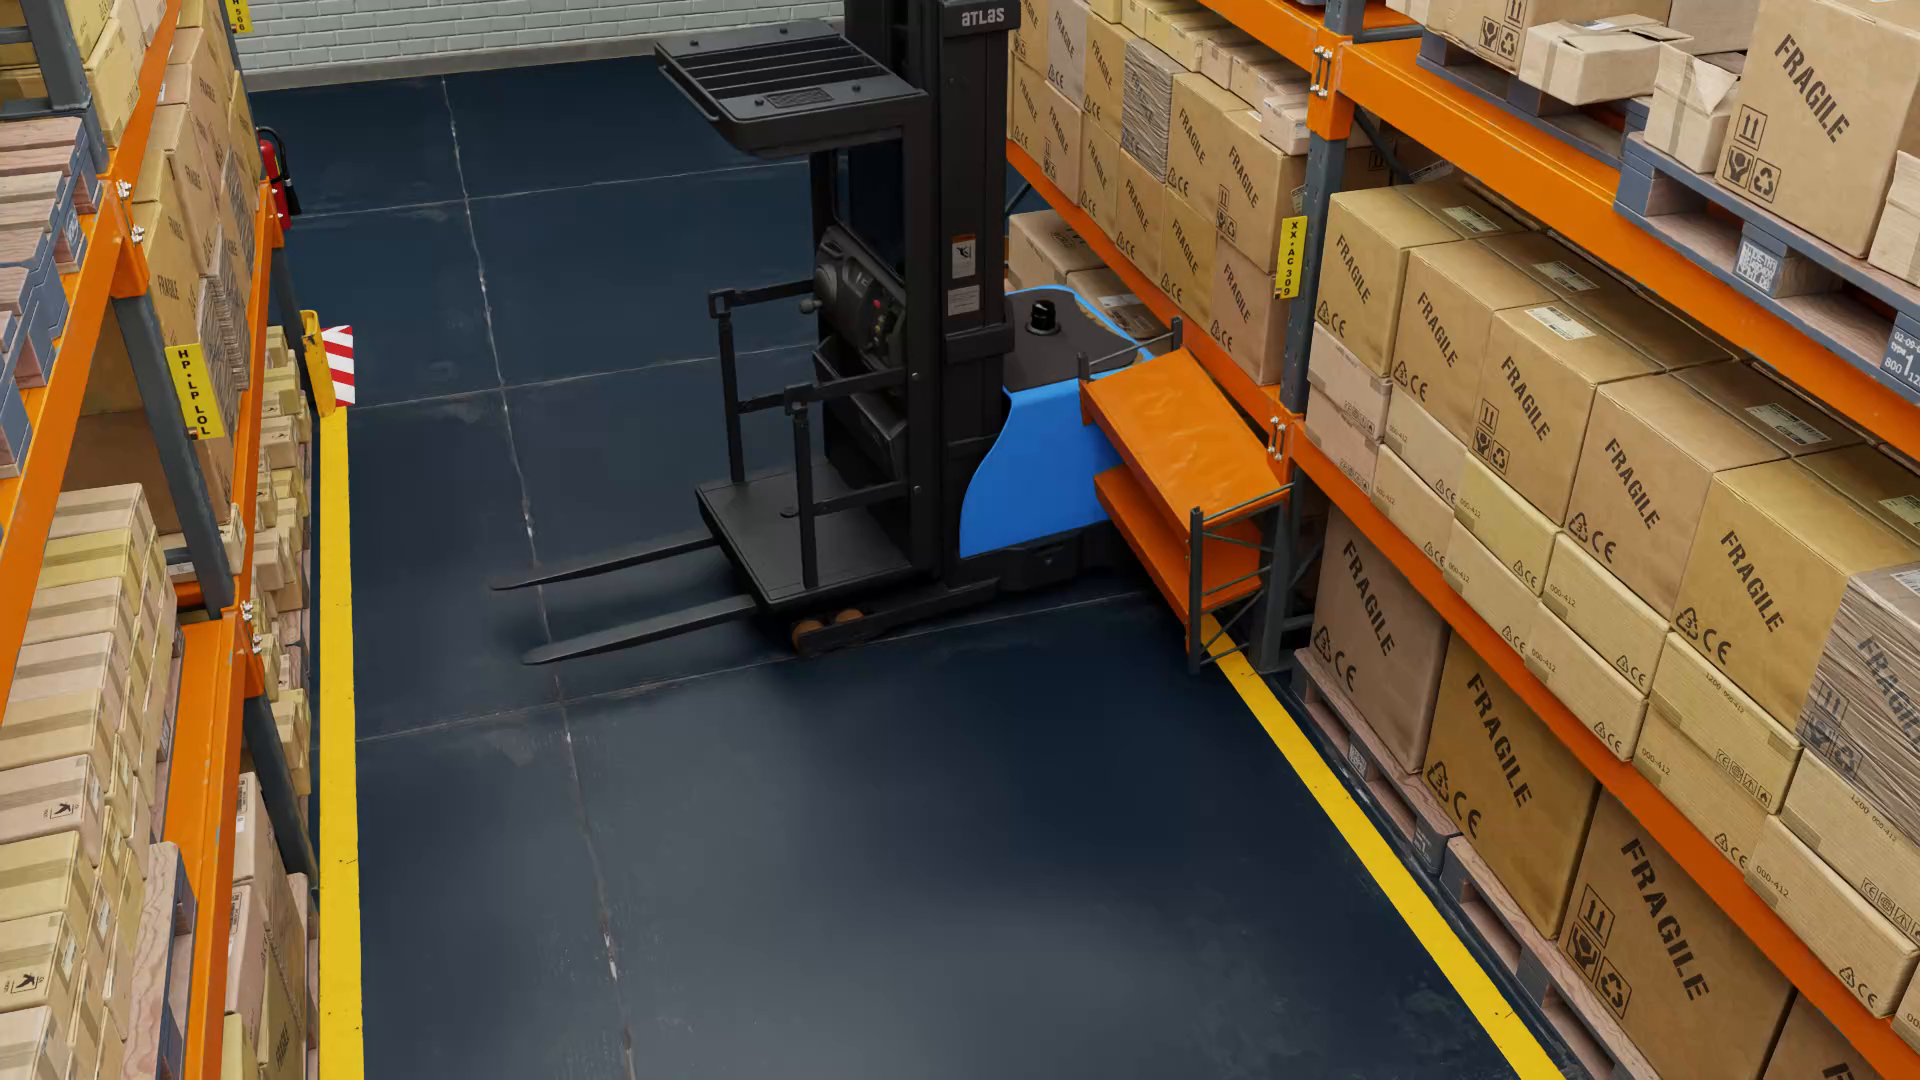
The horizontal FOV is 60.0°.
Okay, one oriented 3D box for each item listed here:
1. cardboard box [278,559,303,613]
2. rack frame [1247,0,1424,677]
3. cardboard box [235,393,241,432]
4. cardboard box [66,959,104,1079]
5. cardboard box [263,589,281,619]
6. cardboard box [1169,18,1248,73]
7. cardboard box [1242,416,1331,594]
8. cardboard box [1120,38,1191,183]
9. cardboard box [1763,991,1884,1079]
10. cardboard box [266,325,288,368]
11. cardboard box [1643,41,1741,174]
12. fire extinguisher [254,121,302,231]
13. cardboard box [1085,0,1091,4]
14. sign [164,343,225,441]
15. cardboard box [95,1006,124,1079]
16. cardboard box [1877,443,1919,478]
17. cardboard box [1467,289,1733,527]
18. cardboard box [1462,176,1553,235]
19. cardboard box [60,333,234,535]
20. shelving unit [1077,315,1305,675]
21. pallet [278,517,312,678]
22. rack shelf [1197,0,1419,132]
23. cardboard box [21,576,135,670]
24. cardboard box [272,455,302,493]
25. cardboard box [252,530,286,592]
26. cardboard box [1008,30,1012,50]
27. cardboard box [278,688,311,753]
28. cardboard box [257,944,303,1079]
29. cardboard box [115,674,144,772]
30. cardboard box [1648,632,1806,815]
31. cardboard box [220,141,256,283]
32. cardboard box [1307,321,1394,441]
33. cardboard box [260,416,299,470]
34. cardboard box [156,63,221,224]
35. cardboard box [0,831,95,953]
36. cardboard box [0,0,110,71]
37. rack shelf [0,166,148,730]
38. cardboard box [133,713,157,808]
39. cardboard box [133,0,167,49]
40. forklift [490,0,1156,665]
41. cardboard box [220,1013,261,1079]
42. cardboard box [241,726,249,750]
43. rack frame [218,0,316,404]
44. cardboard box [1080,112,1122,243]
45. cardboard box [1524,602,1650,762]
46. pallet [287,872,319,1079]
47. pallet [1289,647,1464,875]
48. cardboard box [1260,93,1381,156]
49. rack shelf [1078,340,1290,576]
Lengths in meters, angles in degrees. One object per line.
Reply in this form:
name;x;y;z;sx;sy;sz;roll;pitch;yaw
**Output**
cardboard box;-3.146;0.215;7.409;0.380;0.149;0.250;-11;35;-16
rack frame;1.777;-0.765;6.687;1.000;3.000;0.127;-10;35;-15
cardboard box;-3.054;-0.520;6.544;0.380;0.149;0.250;-9;35;-14
cardboard box;-2.036;1.063;3.498;0.380;0.149;0.250;-10;35;-15
cardboard box;-3.124;0.236;7.107;0.380;0.149;0.250;-8;34;-13
cardboard box;1.131;-2.147;7.192;0.380;0.149;0.250;-10;35;-15
cardboard box;1.688;-0.219;7.803;0.875;0.438;0.875;-11;35;-15
cardboard box;1.059;-1.959;7.495;0.500;0.500;0.500;-10;35;-14
cardboard box;2.866;1.670;4.548;0.875;0.875;0.875;-10;35;-15
cardboard box;-3.724;-0.978;8.675;0.380;0.149;0.250;-10;35;-14
cardboard box;2.001;-1.117;4.240;0.396;0.266;0.258;-7;34;-11
fire extinguisher;-3.764;-2.002;8.967;0.296;0.674;0.183;-10;35;-15
cardboard box;0.783;-2.678;7.996;0.380;0.149;0.250;-10;35;-14
sign;-2.379;-0.458;5.172;0.100;0.325;0.005;-10;35;-15
cardboard box;-2.037;1.186;3.582;0.380;0.149;0.250;-10;35;-14
cardboard box;2.776;0.043;4.466;0.500;0.500;0.500;-9;35;-13
cardboard box;1.970;-0.418;5.164;0.500;0.500;0.500;-11;35;-16
cardboard box;2.152;-1.031;6.092;0.500;0.500;0.500;-9;34;-13
cardboard box;-2.817;-0.348;5.695;0.500;0.500;0.500;-11;35;-16
shelving unit;0.994;-0.179;7.332;0.538;1.125;1.048;-21;50;-11
pallet;-3.521;0.296;7.611;1.003;0.211;1.213;-10;35;-15
rack shelf;1.167;-2.766;7.647;1.077;0.370;4.000;-10;35;-15
cardboard box;-2.438;0.257;4.448;0.380;0.149;0.250;-11;35;-16
cardboard box;-3.363;-0.318;7.946;0.380;0.149;0.250;-10;35;-14
cardboard box;-3.067;0.111;7.026;0.380;0.149;0.250;-9;35;-14
cardboard box;0.432;-3.024;9.108;0.500;0.500;0.500;-11;35;-16
cardboard box;-2.792;0.750;6.599;0.380;0.149;0.250;-9;35;-13
cardboard box;-2.284;1.604;4.988;0.500;0.500;0.500;-11;35;-16
cardboard box;-2.355;0.513;4.329;0.380;0.149;0.250;-11;35;-16
cardboard box;2.272;0.444;4.540;0.500;0.250;0.500;-11;35;-16
cardboard box;-3.428;-1.417;7.313;0.500;0.500;0.500;-10;35;-15
cardboard box;1.643;-0.632;6.169;0.500;0.250;0.500;-11;35;-16
cardboard box;-3.348;-0.444;7.866;0.380;0.149;0.250;-9;34;-13
cardboard box;-3.264;-1.549;6.606;0.500;0.500;0.500;-11;35;-16
cardboard box;-2.117;0.805;3.618;0.380;0.149;0.250;-10;35;-15
cardboard box;-2.825;-1.570;4.867;0.500;0.250;0.500;-9;34;-13
rack shelf;-2.296;0.219;3.129;1.077;0.370;4.000;-10;35;-15
cardboard box;-2.366;0.625;4.431;0.380;0.149;0.250;-12;35;-17
cardboard box;-3.098;-1.894;5.811;0.500;0.250;0.500;-9;34;-13
forklift;-0.624;-1.029;7.148;3.031;2.935;1.130;-14;36;-21
cardboard box;-2.119;1.571;4.358;0.500;0.250;0.500;-12;35;-17
cardboard box;-2.814;0.671;6.179;0.380;0.149;0.250;-9;34;-13
rack frame;-4.126;-1.980;8.525;1.000;3.000;0.127;-10;35;-15
cardboard box;0.917;-1.815;8.186;0.500;0.500;0.500;-9;34;-13
cardboard box;2.104;0.380;5.090;0.500;0.250;0.500;-11;35;-16
pallet;-2.667;1.692;5.497;1.003;0.211;1.213;-10;35;-15
pallet;2.084;0.791;6.862;1.003;0.211;1.213;-10;35;-15
cardboard box;1.380;-1.603;6.368;0.380;0.149;0.250;-11;35;-16
rack shelf;0.966;-0.368;7.110;0.538;0.278;1.000;-21;50;-11
